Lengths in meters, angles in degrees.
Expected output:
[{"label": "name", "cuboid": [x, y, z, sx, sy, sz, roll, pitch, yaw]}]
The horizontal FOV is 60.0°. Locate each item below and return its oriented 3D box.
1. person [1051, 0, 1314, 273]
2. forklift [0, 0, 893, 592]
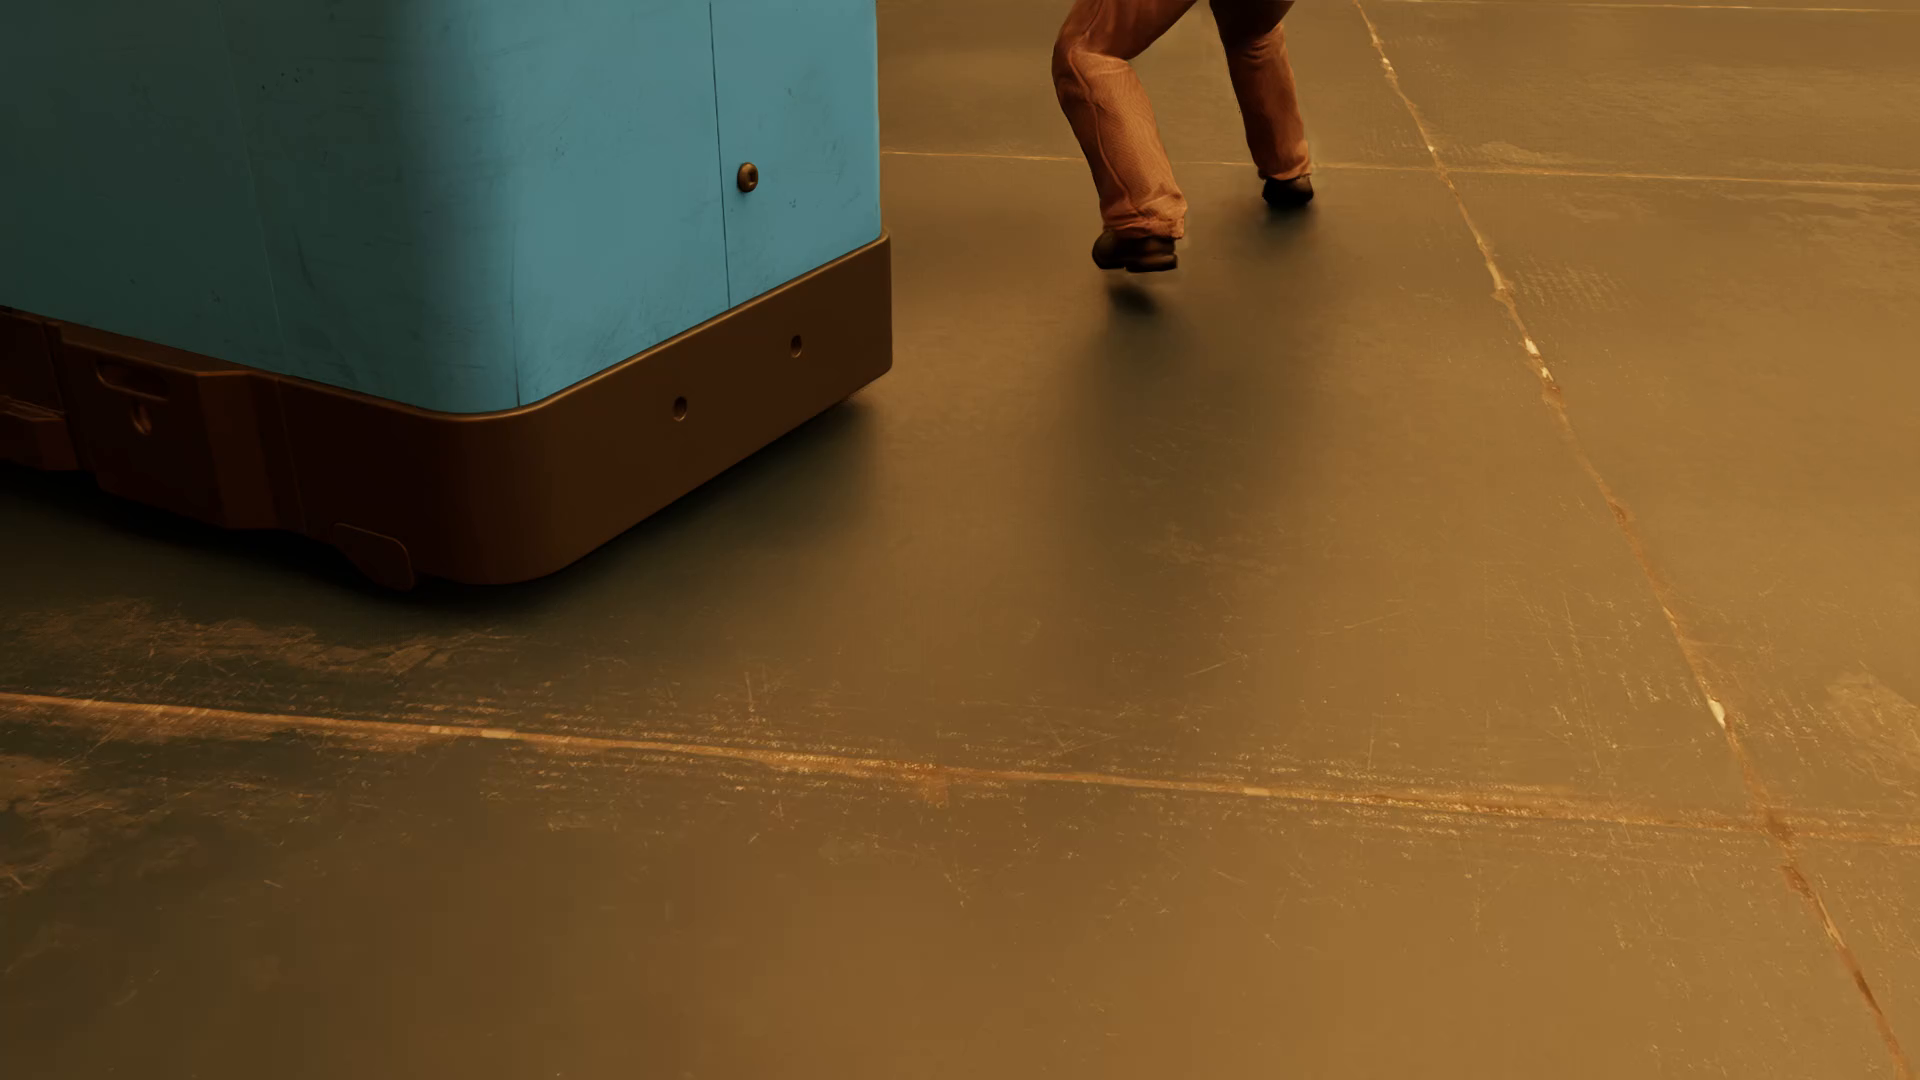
[{"label": "person", "cuboid": [0.604, -1.340, 3.567, 1.068, 1.679, 0.564, -23, 34, -38]}, {"label": "forklift", "cuboid": [-1.662, -1.699, 2.623, 3.031, 2.935, 1.130, 14, 30, 26]}]
